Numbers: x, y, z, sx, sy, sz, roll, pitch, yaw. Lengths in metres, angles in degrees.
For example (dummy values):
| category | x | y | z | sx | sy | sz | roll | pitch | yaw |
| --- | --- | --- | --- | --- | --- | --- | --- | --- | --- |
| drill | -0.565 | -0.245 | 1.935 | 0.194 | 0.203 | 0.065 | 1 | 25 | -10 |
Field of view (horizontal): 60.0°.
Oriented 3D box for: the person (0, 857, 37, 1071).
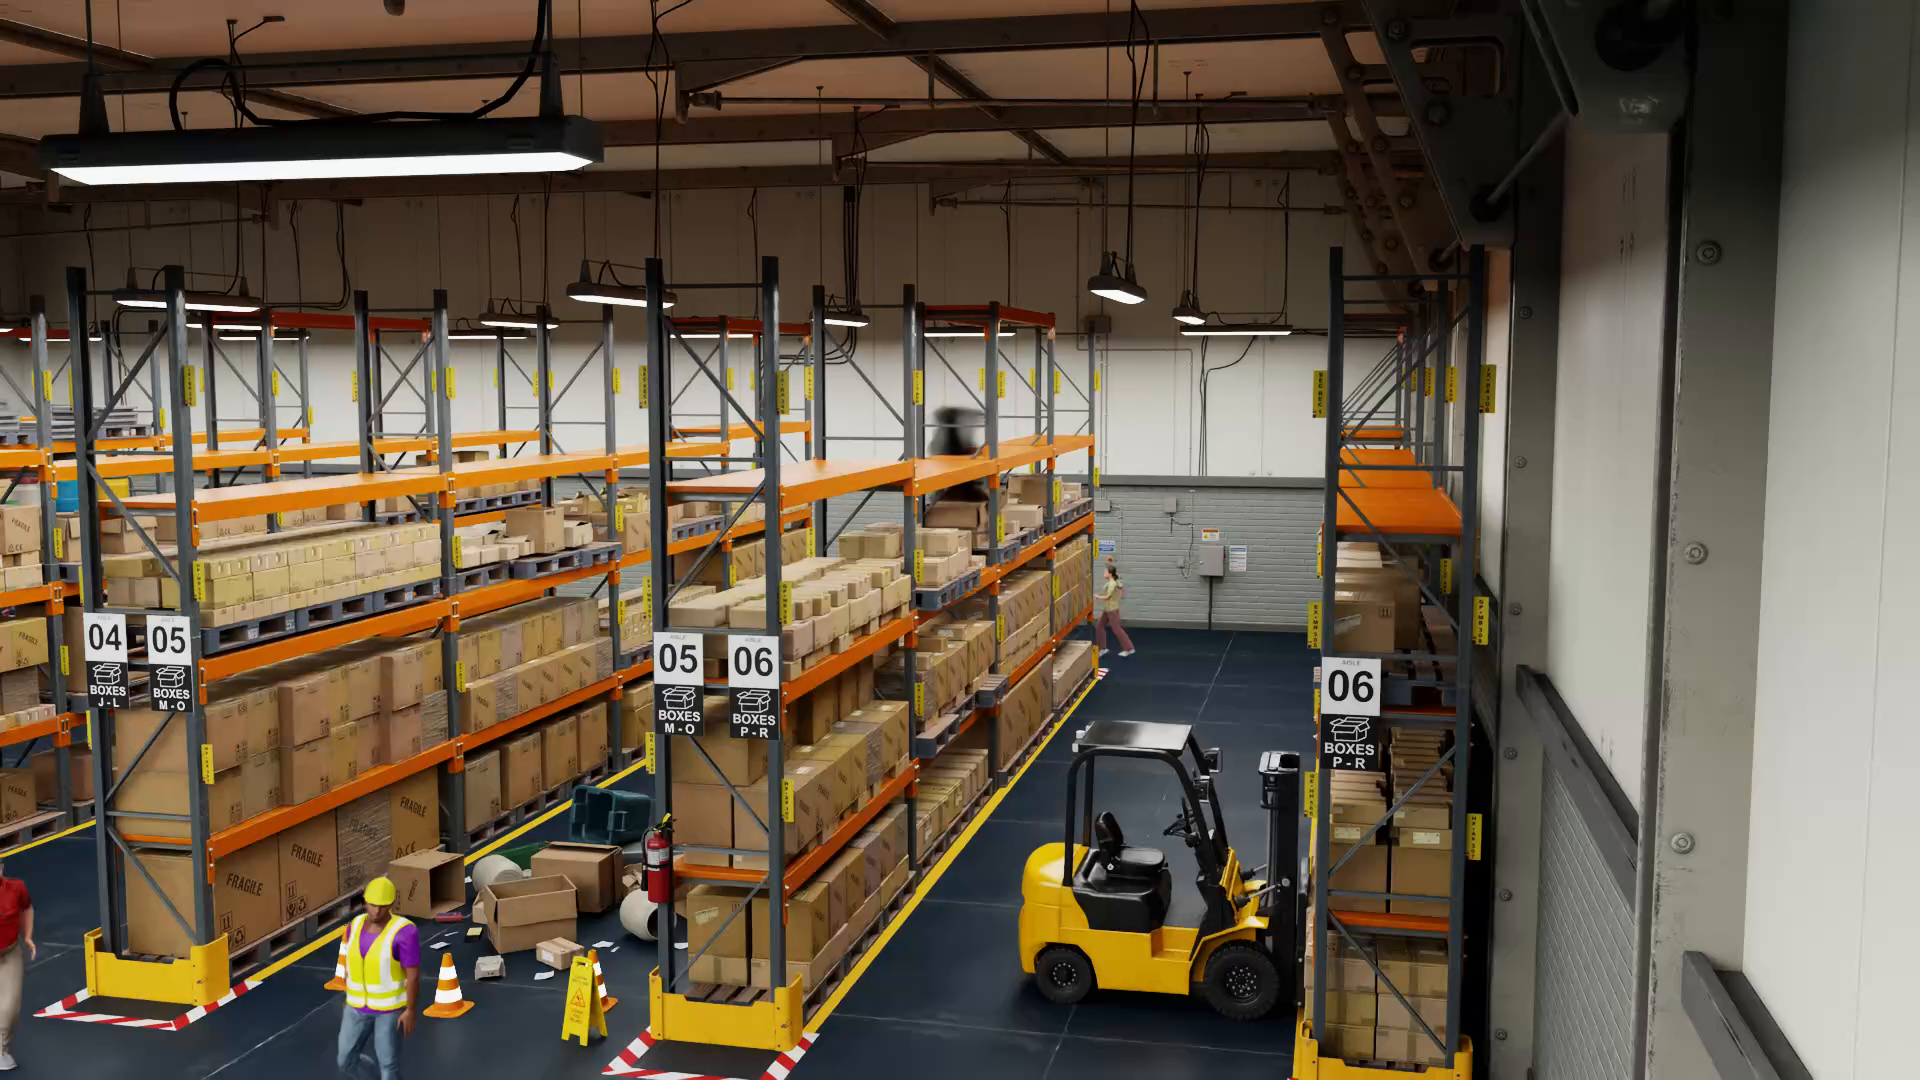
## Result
| category | x | y | z | sx | sy | sz | roll | pitch | yaw |
| --- | --- | --- | --- | --- | --- | --- | --- | --- | --- |
| person | -7.251 | 3.099 | 12.390 | 0.645 | 1.662 | 0.663 | 6 | 8 | 44 |

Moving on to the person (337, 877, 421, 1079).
| category | x | y | z | sx | sy | sz | roll | pitch | yaw |
| --- | --- | --- | --- | --- | --- | --- | --- | --- | --- |
| person | -3.947 | 3.139 | 11.320 | 0.637 | 1.758 | 0.447 | 1 | 6 | 11 |

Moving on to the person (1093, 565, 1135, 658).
| category | x | y | z | sx | sy | sz | roll | pitch | yaw |
| --- | --- | --- | --- | --- | --- | --- | --- | --- | --- |
| person | 2.746 | 1.311 | 29.879 | 0.822 | 1.723 | 0.562 | 0 | 6 | 2 |
